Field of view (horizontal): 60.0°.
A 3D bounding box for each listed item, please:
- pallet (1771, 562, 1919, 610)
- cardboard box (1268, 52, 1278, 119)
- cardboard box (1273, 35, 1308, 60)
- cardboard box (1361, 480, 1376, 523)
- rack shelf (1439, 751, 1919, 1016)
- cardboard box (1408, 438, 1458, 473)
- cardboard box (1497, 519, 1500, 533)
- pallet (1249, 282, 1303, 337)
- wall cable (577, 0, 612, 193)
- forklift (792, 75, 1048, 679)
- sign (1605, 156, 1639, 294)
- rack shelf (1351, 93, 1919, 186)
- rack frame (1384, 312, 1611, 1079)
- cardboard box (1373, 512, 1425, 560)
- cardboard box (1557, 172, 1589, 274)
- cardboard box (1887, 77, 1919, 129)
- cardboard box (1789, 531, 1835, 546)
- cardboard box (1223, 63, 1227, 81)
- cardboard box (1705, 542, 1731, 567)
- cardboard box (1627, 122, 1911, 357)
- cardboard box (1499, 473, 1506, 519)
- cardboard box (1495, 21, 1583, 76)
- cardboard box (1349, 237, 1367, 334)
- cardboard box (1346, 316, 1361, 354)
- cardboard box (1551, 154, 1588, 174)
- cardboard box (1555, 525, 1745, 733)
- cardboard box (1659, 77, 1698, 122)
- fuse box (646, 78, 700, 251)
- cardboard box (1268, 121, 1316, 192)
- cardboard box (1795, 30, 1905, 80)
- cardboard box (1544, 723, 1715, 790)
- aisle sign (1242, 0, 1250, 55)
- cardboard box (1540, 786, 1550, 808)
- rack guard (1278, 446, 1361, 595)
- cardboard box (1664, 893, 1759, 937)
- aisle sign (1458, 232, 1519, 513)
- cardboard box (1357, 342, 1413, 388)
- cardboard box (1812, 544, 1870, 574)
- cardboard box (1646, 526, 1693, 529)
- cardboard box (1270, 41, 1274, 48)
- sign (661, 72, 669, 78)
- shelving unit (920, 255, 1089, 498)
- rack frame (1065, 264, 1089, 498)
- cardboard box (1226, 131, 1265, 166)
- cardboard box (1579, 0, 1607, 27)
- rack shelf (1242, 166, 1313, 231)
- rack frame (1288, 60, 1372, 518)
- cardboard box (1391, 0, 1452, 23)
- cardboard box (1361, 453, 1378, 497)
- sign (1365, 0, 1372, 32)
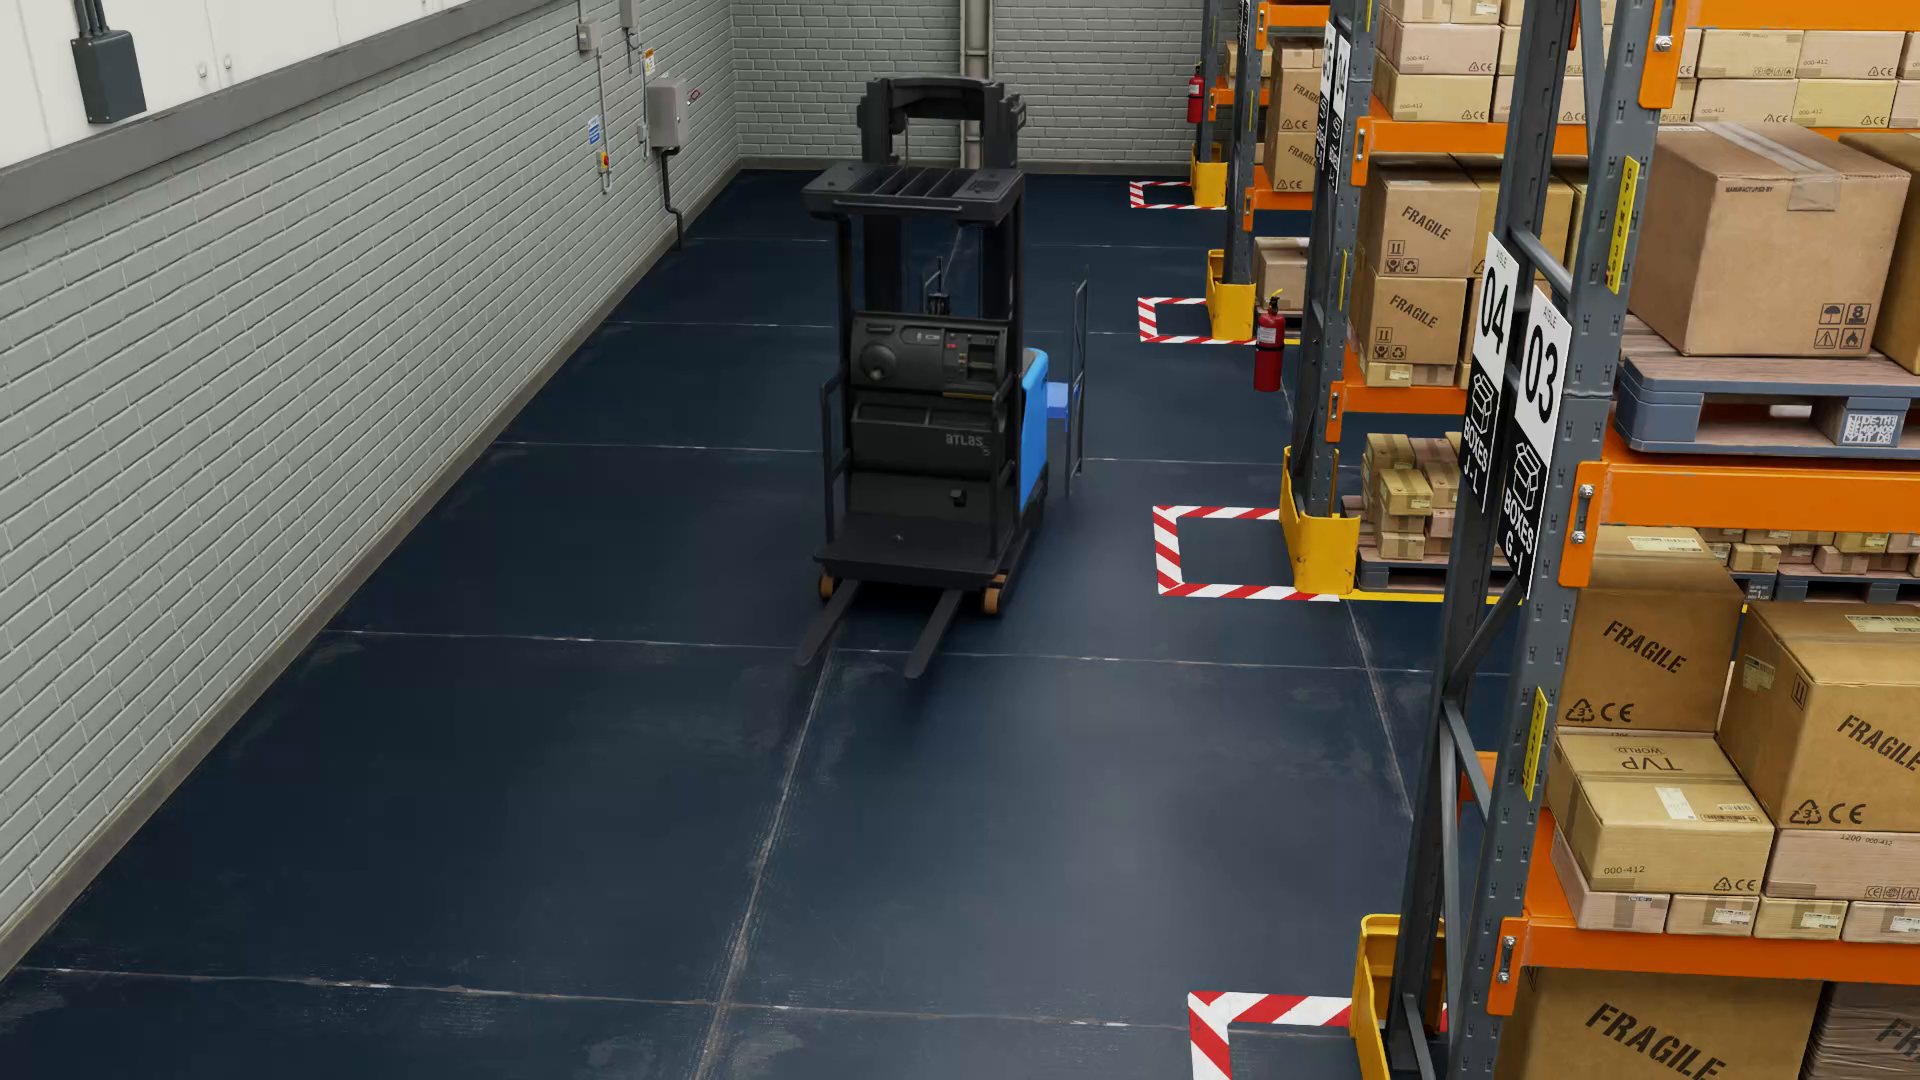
[{"bbox_3d":[5.489,0.107,10.264,1.213,0.211,1.003,2,25,4],"label":"pallet"},{"bbox_3d":[2.950,-3.931,14.388,0.500,0.500,0.500,3,25,6],"label":"cardboard box"},{"bbox_3d":[2.824,-4.213,14.227,0.250,0.149,0.380,2,25,5],"label":"cardboard box"},{"bbox_3d":[2.713,-0.247,10.605,0.250,0.149,0.380,2,25,5],"label":"cardboard box"},{"bbox_3d":[3.686,1.174,5.471,4.000,0.370,1.077,2,25,4],"label":"rack shelf"},{"bbox_3d":[2.966,-0.503,10.452,0.250,0.149,0.380,2,25,5],"label":"cardboard box"},{"bbox_3d":[3.195,-0.185,10.115,0.250,0.149,0.380,2,25,5],"label":"cardboard box"},{"bbox_3d":[3.254,-2.087,15.034,1.213,0.211,1.003,2,25,4],"label":"pallet"},{"bbox_3d":[-3.173,-3.994,14.588,0.123,1.953,0.585,2,25,4],"label":"wall cable"},{"bbox_3d":[-0.228,-1.057,9.540,1.130,2.935,3.031,5,25,11],"label":"forklift"},{"bbox_3d":[1.644,-0.781,4.131,0.005,0.325,0.100,2,25,4],"label":"sign"},{"bbox_3d":[4.167,-2.253,9.329,4.000,0.370,1.077,2,25,4],"label":"rack shelf"},{"bbox_3d":[1.692,0.783,5.459,0.127,3.000,1.000,2,25,4],"label":"rack frame"},{"bbox_3d":[2.671,-0.026,10.127,0.250,0.149,0.380,2,25,5],"label":"cardboard box"},{"bbox_3d":[3.621,-1.751,9.296,0.500,0.500,0.500,1,25,3],"label":"cardboard box"},{"bbox_3d":[5.154,-2.371,8.906,0.500,0.250,0.500,2,25,4],"label":"cardboard box"},{"bbox_3d":[5.041,-0.115,9.963,0.250,0.149,0.380,2,25,4],"label":"cardboard box"},{"bbox_3d":[3.178,-5.403,19.204,0.250,0.149,0.380,2,25,3],"label":"cardboard box"},{"bbox_3d":[4.457,0.012,10.045,0.250,0.149,0.380,2,25,5],"label":"cardboard box"},{"bbox_3d":[2.215,-0.867,4.715,0.500,0.500,0.700,0,25,1],"label":"cardboard box"},{"bbox_3d":[3.195,-0.268,9.941,0.250,0.149,0.380,2,25,4],"label":"cardboard box"},{"bbox_3d":[3.111,-2.664,8.944,0.500,0.250,0.500,2,25,3],"label":"cardboard box"},{"bbox_3d":[2.640,-1.554,10.064,0.500,0.500,0.500,2,25,5],"label":"cardboard box"},{"bbox_3d":[2.519,-1.274,10.231,0.250,0.149,0.380,2,25,4],"label":"cardboard box"},{"bbox_3d":[3.672,-1.975,9.783,0.500,0.500,0.500,3,25,7],"label":"cardboard box"},{"bbox_3d":[2.198,0.282,5.476,0.500,0.500,0.500,2,25,5],"label":"cardboard box"},{"bbox_3d":[3.640,-2.425,9.022,0.500,0.250,0.500,1,25,2],"label":"cardboard box"},{"bbox_3d":[-2.867,-3.803,16.969,0.414,1.711,0.539,2,25,4],"label":"fuse box"},{"bbox_3d":[2.907,-3.258,14.121,0.500,0.500,0.500,2,25,4],"label":"cardboard box"},{"bbox_3d":[4.643,-2.619,8.847,0.500,0.250,0.500,3,25,6],"label":"cardboard box"},{"bbox_3d":[2.196,0.621,5.635,0.500,0.250,0.500,1,25,3],"label":"cardboard box"},{"bbox_3d":[2.357,-4.410,13.635,0.004,0.787,0.394,2,25,4],"label":"aisle sign"},{"bbox_3d":[2.072,0.772,5.785,0.250,0.149,0.380,2,25,5],"label":"cardboard box"},{"bbox_3d":[2.248,-0.143,10.462,0.348,0.500,1.175,2,25,4],"label":"rack guard"},{"bbox_3d":[2.277,1.054,5.172,0.250,0.149,0.380,1,25,3],"label":"cardboard box"},{"bbox_3d":[1.643,-0.525,5.193,0.004,0.787,0.394,2,25,4],"label":"aisle sign"},{"bbox_3d":[2.471,-1.020,9.678,0.250,0.149,0.380,2,25,4],"label":"cardboard box"},{"bbox_3d":[5.223,0.056,9.947,0.250,0.149,0.380,1,25,2],"label":"cardboard box"},{"bbox_3d":[4.257,-0.158,10.057,0.250,0.149,0.380,3,25,6],"label":"cardboard box"},{"bbox_3d":[3.820,-5.562,19.073,0.500,0.250,0.500,2,25,4],"label":"cardboard box"},{"bbox_3d":[-3.035,-4.558,17.181,0.001,0.494,0.329,2,25,4],"label":"sign"},{"bbox_3d":[0.300,-1.122,11.387,1.048,1.500,0.538,6,25,13],"label":"shelving unit"},{"bbox_3d":[0.793,-1.070,11.273,0.032,1.500,0.500,6,25,13],"label":"rack frame"},{"bbox_3d":[3.430,-4.414,19.238,0.637,0.503,0.797,1,25,2],"label":"cardboard box"},{"bbox_3d":[3.238,-2.815,8.796,0.250,0.149,0.380,2,25,5],"label":"cardboard box"},{"bbox_3d":[4.445,-2.956,14.447,4.000,0.370,1.077,2,25,4],"label":"rack shelf"},{"bbox_3d":[2.173,-1.281,9.945,0.127,3.000,1.000,2,25,4],"label":"rack frame"},{"bbox_3d":[2.478,-2.878,8.933,0.250,0.149,0.380,2,25,4],"label":"cardboard box"},{"bbox_3d":[2.721,-0.414,10.613,0.250,0.149,0.380,1,25,3],"label":"cardboard box"},{"bbox_3d":[2.131,-2.814,8.644,0.005,0.325,0.100,2,25,4],"label":"sign"}]
